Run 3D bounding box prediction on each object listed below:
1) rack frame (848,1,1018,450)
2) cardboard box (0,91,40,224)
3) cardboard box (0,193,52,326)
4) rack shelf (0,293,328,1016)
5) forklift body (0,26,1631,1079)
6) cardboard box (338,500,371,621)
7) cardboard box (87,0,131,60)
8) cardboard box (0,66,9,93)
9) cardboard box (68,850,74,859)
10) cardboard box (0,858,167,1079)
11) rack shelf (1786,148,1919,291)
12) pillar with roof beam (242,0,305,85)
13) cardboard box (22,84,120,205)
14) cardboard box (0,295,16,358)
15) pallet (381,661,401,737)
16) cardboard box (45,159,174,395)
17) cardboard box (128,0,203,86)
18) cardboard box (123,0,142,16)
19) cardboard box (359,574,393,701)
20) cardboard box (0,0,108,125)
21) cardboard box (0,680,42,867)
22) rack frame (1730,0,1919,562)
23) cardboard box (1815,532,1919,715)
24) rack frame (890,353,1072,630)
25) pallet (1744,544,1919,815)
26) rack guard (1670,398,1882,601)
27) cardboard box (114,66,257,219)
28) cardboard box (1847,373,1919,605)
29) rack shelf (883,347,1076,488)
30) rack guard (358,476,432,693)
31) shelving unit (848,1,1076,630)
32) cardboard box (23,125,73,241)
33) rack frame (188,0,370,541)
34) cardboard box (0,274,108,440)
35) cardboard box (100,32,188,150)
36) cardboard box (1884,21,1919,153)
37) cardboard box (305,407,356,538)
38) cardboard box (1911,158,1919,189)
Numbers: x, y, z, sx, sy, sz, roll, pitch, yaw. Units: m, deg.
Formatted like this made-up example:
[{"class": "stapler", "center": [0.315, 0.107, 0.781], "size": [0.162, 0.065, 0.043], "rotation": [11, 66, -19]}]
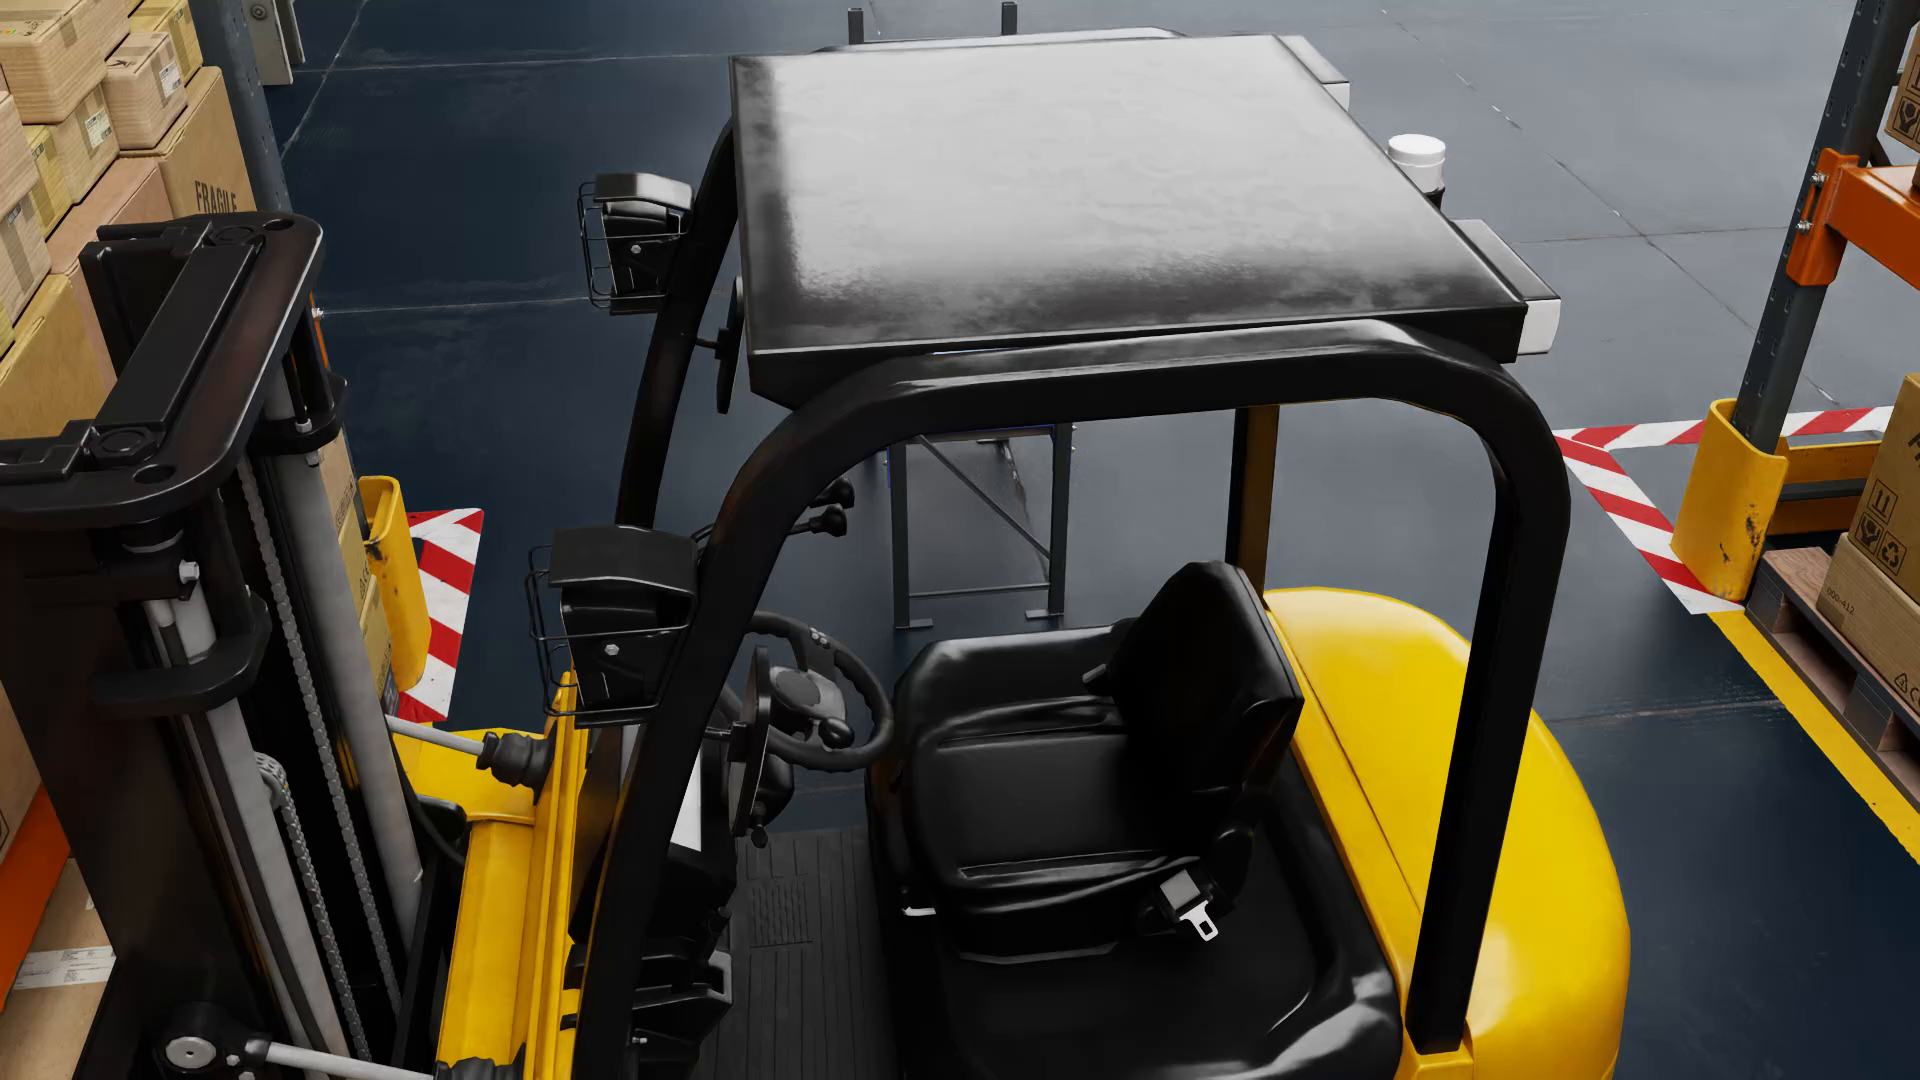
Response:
[{"class": "rack frame", "center": [-0.080, -0.951, 5.314], "size": [0.500, 1.500, 0.032], "rotation": [-4, 35, -6]}, {"class": "cardboard box", "center": [-1.618, -0.544, 2.455], "size": [0.380, 0.149, 0.250], "rotation": [-4, 34, -5]}, {"class": "cardboard box", "center": [-1.639, -0.419, 2.536], "size": [0.380, 0.149, 0.250], "rotation": [-5, 35, -8]}, {"class": "rack shelf", "center": [-1.837, 0.557, 2.407], "size": [1.077, 0.370, 4.000], "rotation": [-4, 35, -6]}, {"class": "forklift body", "center": [-0.043, 0.415, 2.731], "size": [2.313, 2.155, 1.214], "rotation": [-4, 35, -6]}, {"class": "cardboard box", "center": [-1.731, 0.148, 3.994], "size": [0.500, 0.250, 0.500], "rotation": [-5, 35, -7]}, {"class": "cardboard box", "center": [-1.785, -0.969, 3.079], "size": [0.380, 0.149, 0.250], "rotation": [-4, 35, -6]}, {"class": "cardboard box", "center": [-1.763, -0.681, 2.656], "size": [0.380, 0.149, 0.250], "rotation": [-4, 34, -6]}, {"class": "cardboard box", "center": [-1.583, 0.492, 3.045], "size": [0.500, 0.250, 0.500], "rotation": [-4, 34, -6]}, {"class": "cardboard box", "center": [-1.522, 0.776, 2.629], "size": [0.500, 0.250, 0.500], "rotation": [-5, 35, -7]}, {"class": "rack shelf", "center": [3.081, 0.179, 2.962], "size": [1.077, 0.370, 4.000], "rotation": [-4, 35, -6]}, {"class": "pillar with roof beam", "center": [0.553, -6.552, 6.874], "size": [9.100, 9.000, 0.400], "rotation": [-4, 35, -6]}, {"class": "cardboard box", "center": [-1.744, -0.703, 2.954], "size": [0.380, 0.149, 0.250], "rotation": [-4, 34, -5]}, {"class": "cardboard box", "center": [-1.585, -0.279, 2.331], "size": [0.380, 0.149, 0.250], "rotation": [-4, 34, -6]}, {"class": "pallet", "center": [-1.962, 0.720, 4.006], "size": [1.003, 0.211, 1.213], "rotation": [-4, 35, -6]}, {"class": "cardboard box", "center": [-1.719, -0.352, 3.015], "size": [0.500, 0.500, 0.500], "rotation": [-3, 34, -5]}, {"class": "cardboard box", "center": [-1.782, -0.993, 3.379], "size": [0.380, 0.149, 0.250], "rotation": [-4, 34, -6]}, {"class": "cardboard box", "center": [-1.849, -1.104, 3.278], "size": [0.380, 0.149, 0.250], "rotation": [-4, 35, -6]}, {"class": "cardboard box", "center": [-1.730, 0.345, 4.149], "size": [0.500, 0.250, 0.500], "rotation": [-4, 34, -6]}, {"class": "cardboard box", "center": [-1.723, -0.825, 2.868], "size": [0.380, 0.149, 0.250], "rotation": [-4, 34, -5]}, {"class": "cardboard box", "center": [-1.571, 0.213, 2.185], "size": [0.500, 0.500, 0.500], "rotation": [-4, 34, -6]}, {"class": "rack frame", "center": [2.812, -1.234, 4.397], "size": [1.000, 3.000, 0.127], "rotation": [-4, 35, -6]}, {"class": "cardboard box", "center": [2.646, 0.200, 4.362], "size": [0.500, 0.250, 0.500], "rotation": [-5, 35, -7]}, {"class": "rack frame", "center": [0.057, -0.384, 4.481], "size": [0.500, 1.500, 0.032], "rotation": [-4, 35, -6]}, {"class": "pallet", "center": [2.896, 0.417, 4.451], "size": [1.003, 0.211, 1.213], "rotation": [-4, 35, -6]}, {"class": "rack guard", "center": [2.822, -0.159, 5.039], "size": [1.175, 0.500, 0.348], "rotation": [-4, 35, -6]}, {"class": "cardboard box", "center": [-1.780, -0.643, 3.440], "size": [0.500, 0.500, 0.500], "rotation": [-5, 35, -7]}, {"class": "cardboard box", "center": [2.650, -0.097, 4.131], "size": [0.500, 0.500, 0.500], "rotation": [-5, 35, -8]}, {"class": "rack shelf", "center": [-0.011, -0.519, 4.999], "size": [0.538, 0.185, 1.000], "rotation": [-4, 35, -6]}, {"class": "rack guard", "center": [-2.109, 0.164, 4.566], "size": [1.175, 0.500, 0.348], "rotation": [-4, 35, -6]}, {"class": "shelving unit", "center": [-0.011, -0.667, 4.897], "size": [0.538, 1.500, 1.048], "rotation": [-4, 35, -6]}, {"class": "cardboard box", "center": [-1.722, -0.564, 2.749], "size": [0.380, 0.149, 0.250], "rotation": [-5, 35, -7]}, {"class": "rack frame", "center": [-2.106, -0.856, 3.842], "size": [1.000, 3.000, 0.127], "rotation": [-4, 35, -6]}, {"class": "cardboard box", "center": [-1.650, -0.066, 2.595], "size": [0.500, 0.500, 0.500], "rotation": [-5, 35, -7]}, {"class": "cardboard box", "center": [-1.718, -0.853, 3.173], "size": [0.380, 0.149, 0.250], "rotation": [-4, 34, -6]}, {"class": "cardboard box", "center": [2.601, -1.113, 3.866], "size": [0.500, 0.500, 0.500], "rotation": [-5, 35, -7]}, {"class": "cardboard box", "center": [-1.735, -0.073, 3.874], "size": [0.500, 0.250, 0.500], "rotation": [-3, 34, -5]}, {"class": "cardboard box", "center": [2.653, -0.925, 4.167], "size": [0.380, 0.149, 0.250], "rotation": [-4, 35, -6]}]
